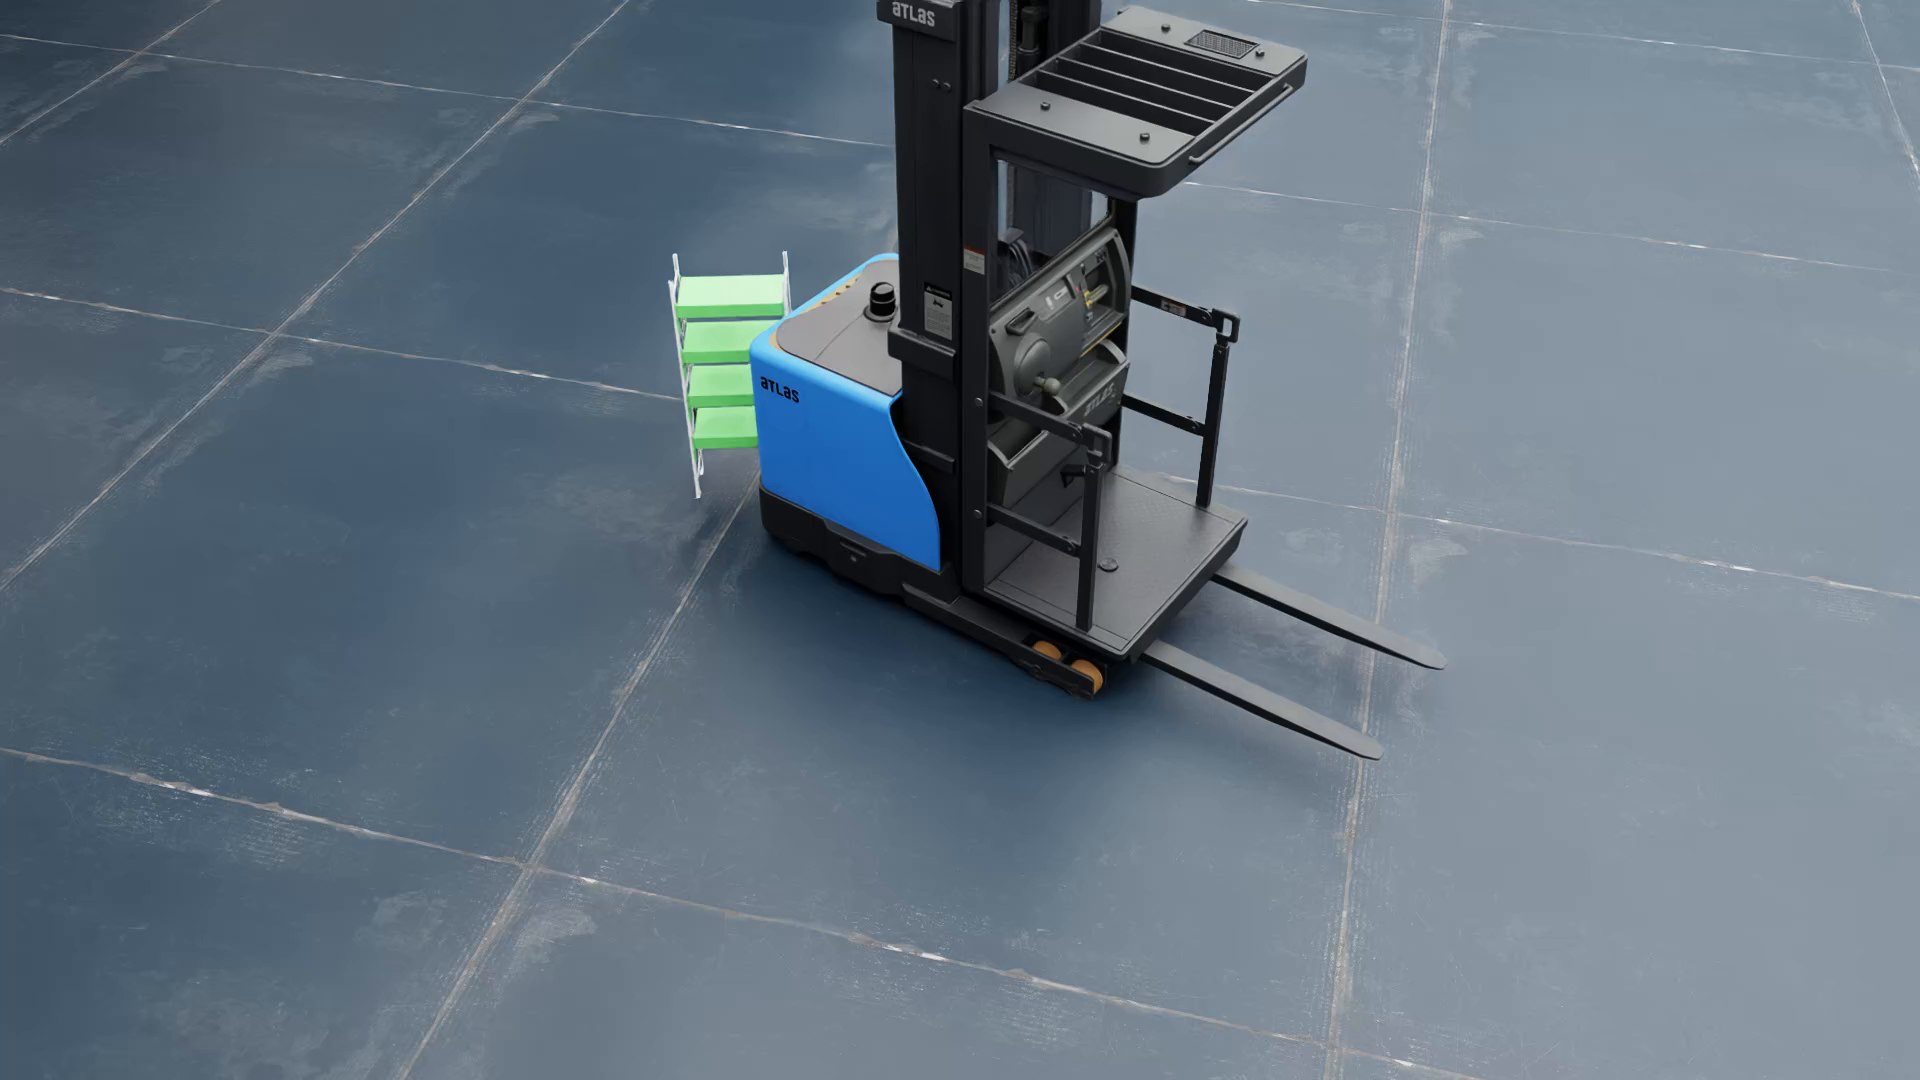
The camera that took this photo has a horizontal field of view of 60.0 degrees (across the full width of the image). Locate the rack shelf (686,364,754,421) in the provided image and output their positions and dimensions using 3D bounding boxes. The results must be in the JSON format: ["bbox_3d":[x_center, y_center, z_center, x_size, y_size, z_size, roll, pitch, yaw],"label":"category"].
[{"bbox_3d":[-1.019,-0.695,7.744,0.480,0.148,0.258,-2,40,-2],"label":"rack shelf"}]

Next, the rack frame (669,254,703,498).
[{"bbox_3d":[-1.262,-0.736,7.694,0.015,1.200,0.240,-2,40,-2],"label":"rack frame"}]

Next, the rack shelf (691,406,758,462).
[{"bbox_3d":[-1.019,-0.511,7.898,0.480,0.148,0.258,-2,40,-2],"label":"rack shelf"}]

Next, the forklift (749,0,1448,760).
[{"bbox_3d":[0.575,-0.847,6.479,3.031,2.935,1.130,25,46,26],"label":"forklift"}]

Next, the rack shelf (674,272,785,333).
[{"bbox_3d":[-1.019,-1.062,7.435,0.480,0.148,0.258,-2,40,-2],"label":"rack shelf"}]

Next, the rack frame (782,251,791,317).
[{"bbox_3d":[-0.775,-0.751,7.712,0.015,1.200,0.240,-2,40,-2],"label":"rack frame"}]

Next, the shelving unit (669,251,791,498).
[{"bbox_3d":[-1.019,-0.744,7.703,0.503,1.200,0.258,-2,40,-2],"label":"shelving unit"}]

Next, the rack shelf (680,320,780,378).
[{"bbox_3d":[-1.019,-0.879,7.589,0.480,0.148,0.258,-2,40,-2],"label":"rack shelf"}]
